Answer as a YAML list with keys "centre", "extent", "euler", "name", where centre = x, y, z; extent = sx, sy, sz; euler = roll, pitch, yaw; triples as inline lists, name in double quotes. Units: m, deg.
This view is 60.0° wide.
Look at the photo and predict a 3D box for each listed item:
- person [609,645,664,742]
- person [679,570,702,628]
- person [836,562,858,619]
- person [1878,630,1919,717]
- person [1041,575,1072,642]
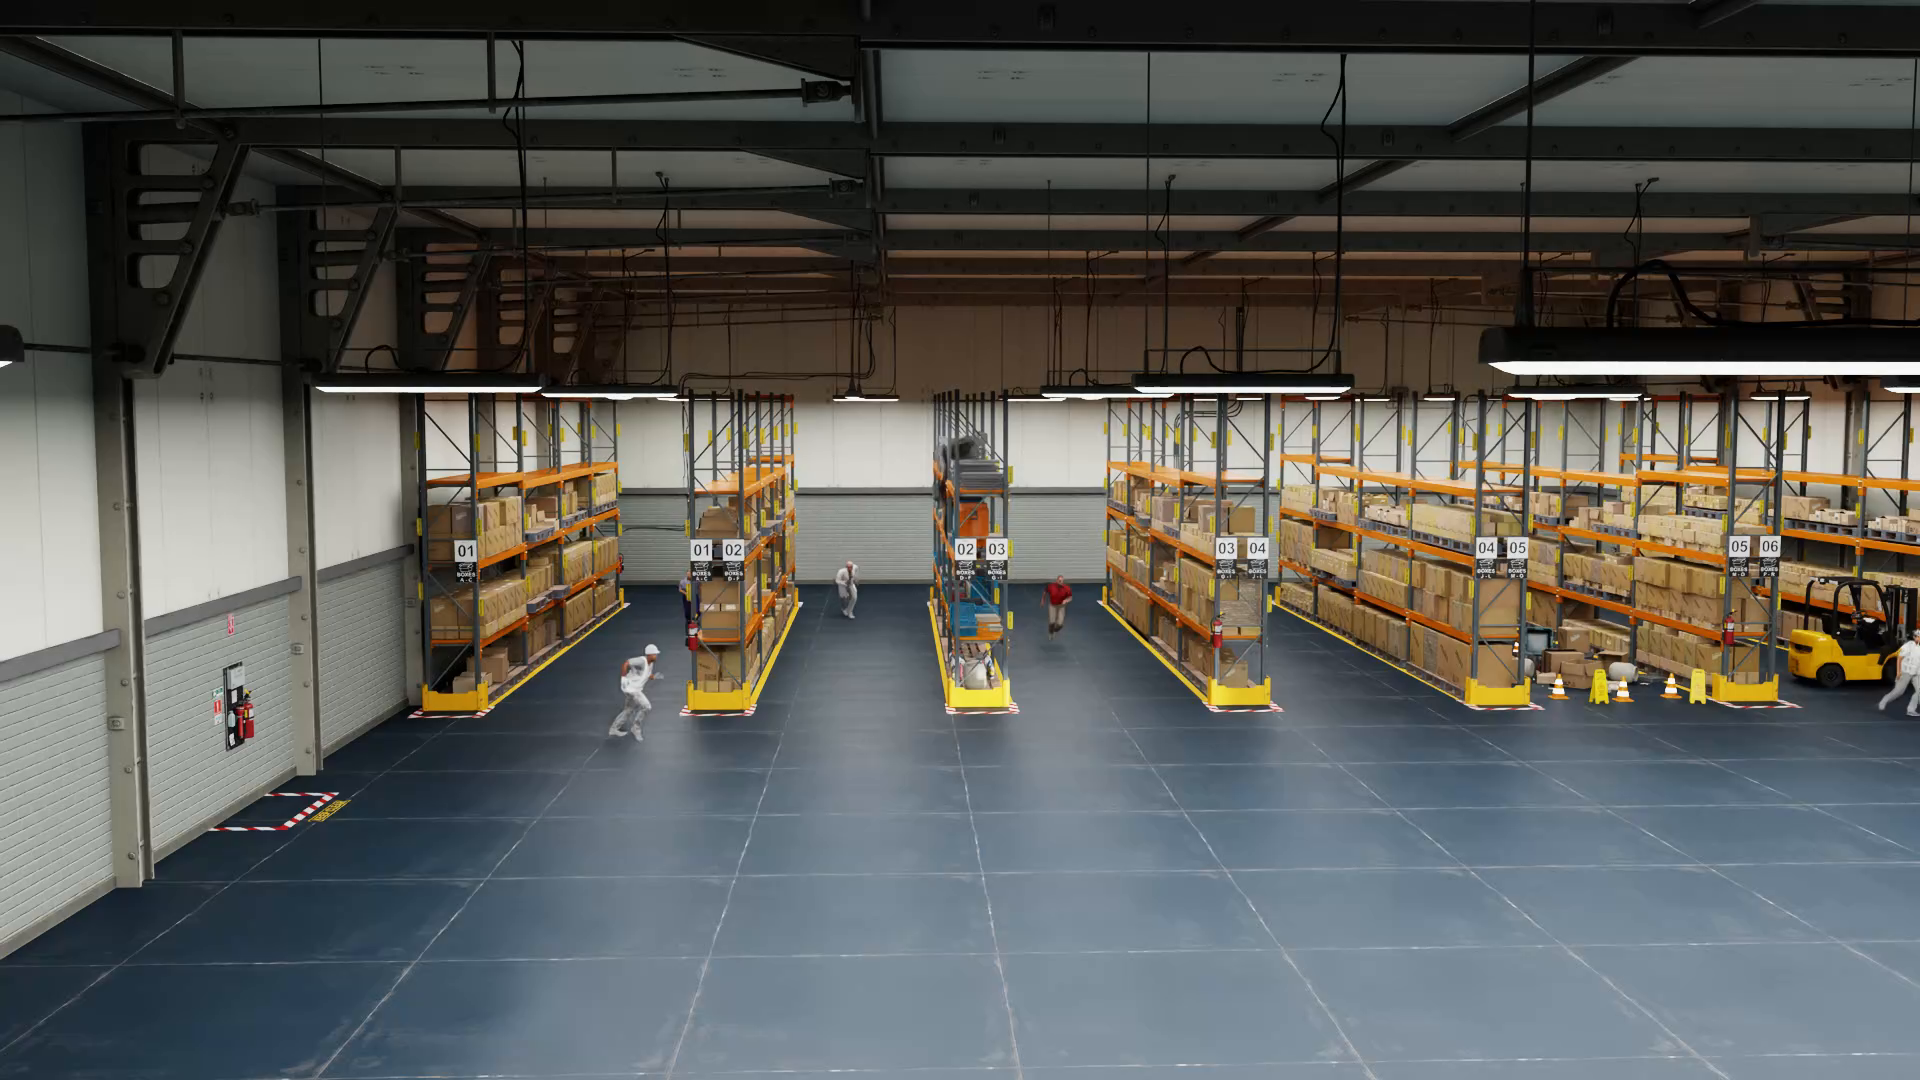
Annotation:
- centre: [-5.537, 2.611, 28.268]
  extent: [0.984, 1.682, 0.735]
  euler: [1, 5, 12]
  name: "person"
- centre: [-6.841, 1.509, 42.292]
  extent: [0.610, 1.538, 0.808]
  euler: [-1, 5, -12]
  name: "person"
- centre: [-3.082, 1.378, 44.787]
  extent: [0.720, 1.443, 1.209]
  euler: [-2, 5, -23]
  name: "person"
- centre: [17.425, 2.426, 30.609]
  extent: [0.725, 1.598, 0.699]
  euler: [0, 5, -2]
  name: "person"
- centre: [2.277, 1.609, 38.979]
  extent: [0.685, 1.611, 0.894]
  euler: [0, 5, -5]
  name: "person"
